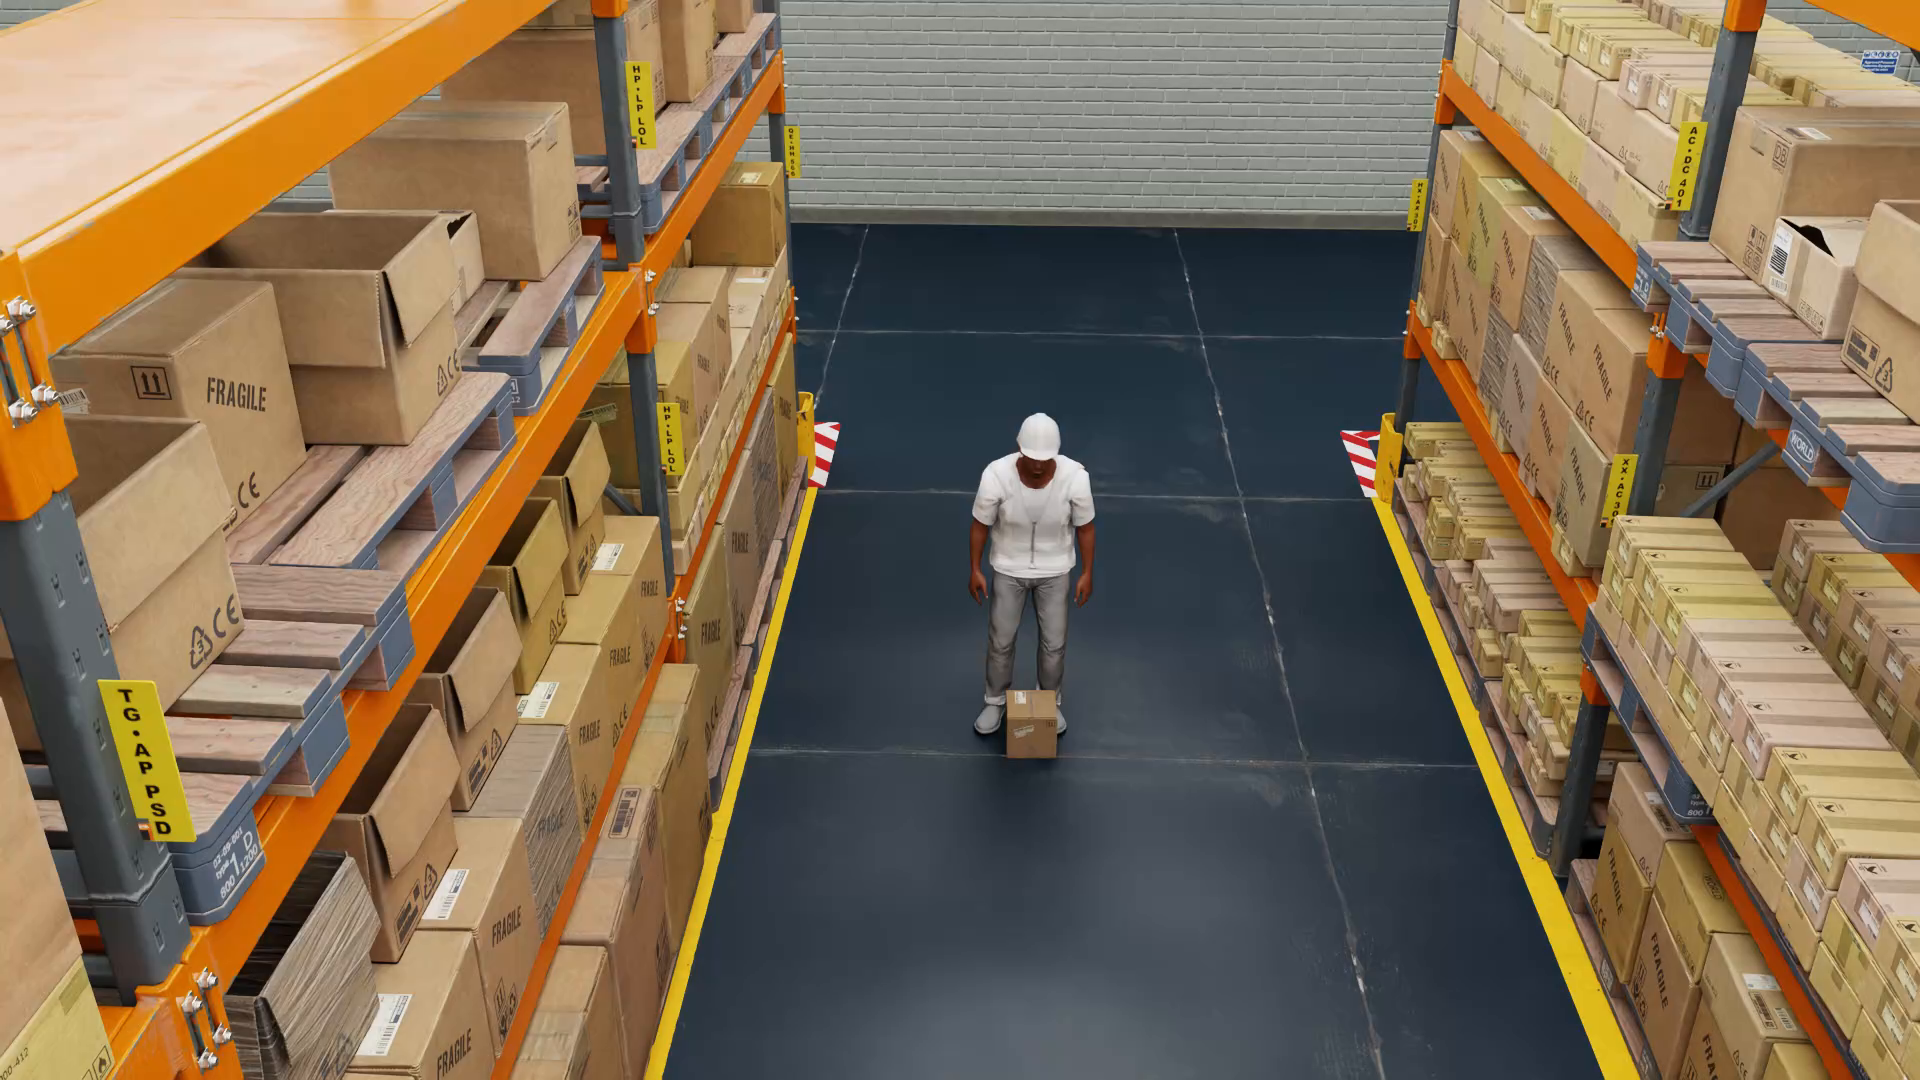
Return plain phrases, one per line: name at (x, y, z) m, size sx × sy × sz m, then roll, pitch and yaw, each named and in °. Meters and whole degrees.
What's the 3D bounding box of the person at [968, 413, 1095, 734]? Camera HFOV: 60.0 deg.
person at (0.356, 0.166, 8.291) m, size 0.627 × 1.757 × 0.461 m, roll 1°, pitch 28°, yaw 2°
